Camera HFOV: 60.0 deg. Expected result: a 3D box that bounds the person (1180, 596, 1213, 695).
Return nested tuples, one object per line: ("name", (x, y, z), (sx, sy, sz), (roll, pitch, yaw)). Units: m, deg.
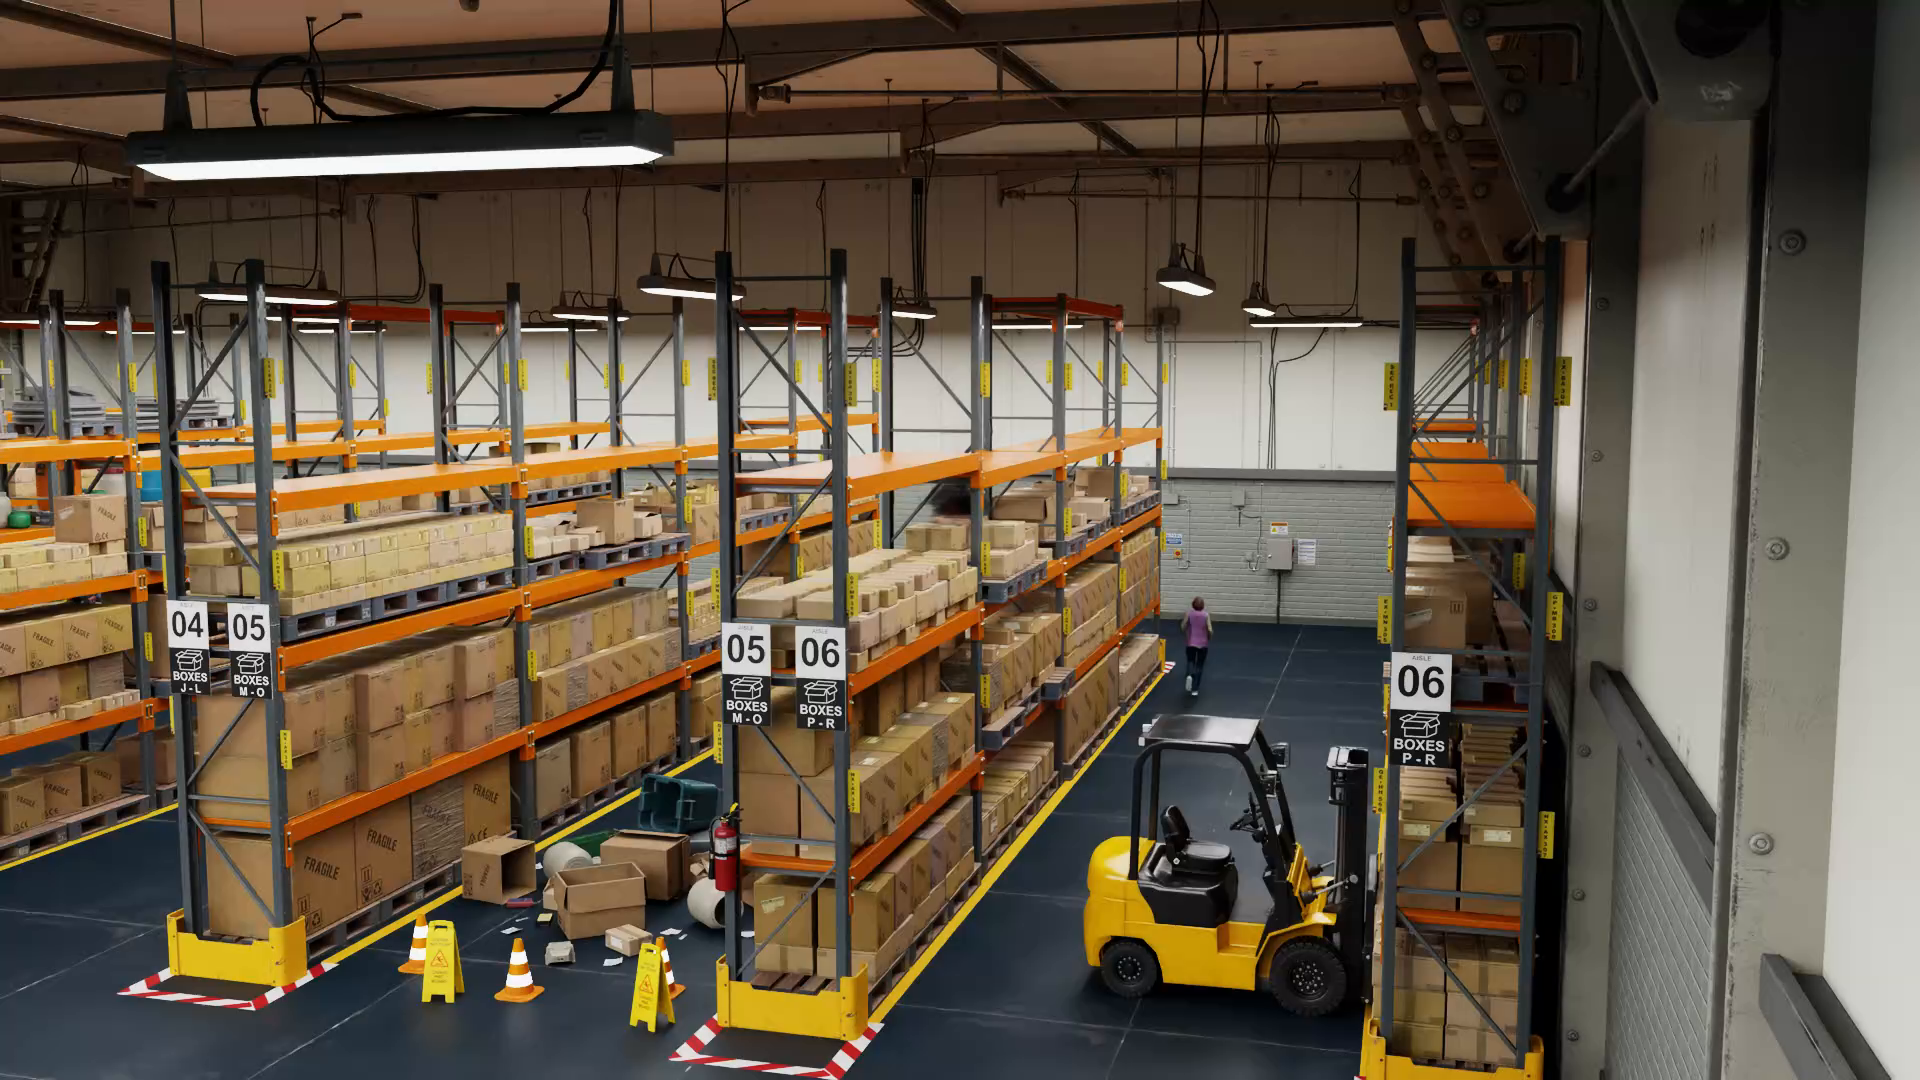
("person", (3.698, 1.648, 25.966), (0.512, 1.554, 0.530), (2, 6, 16))
